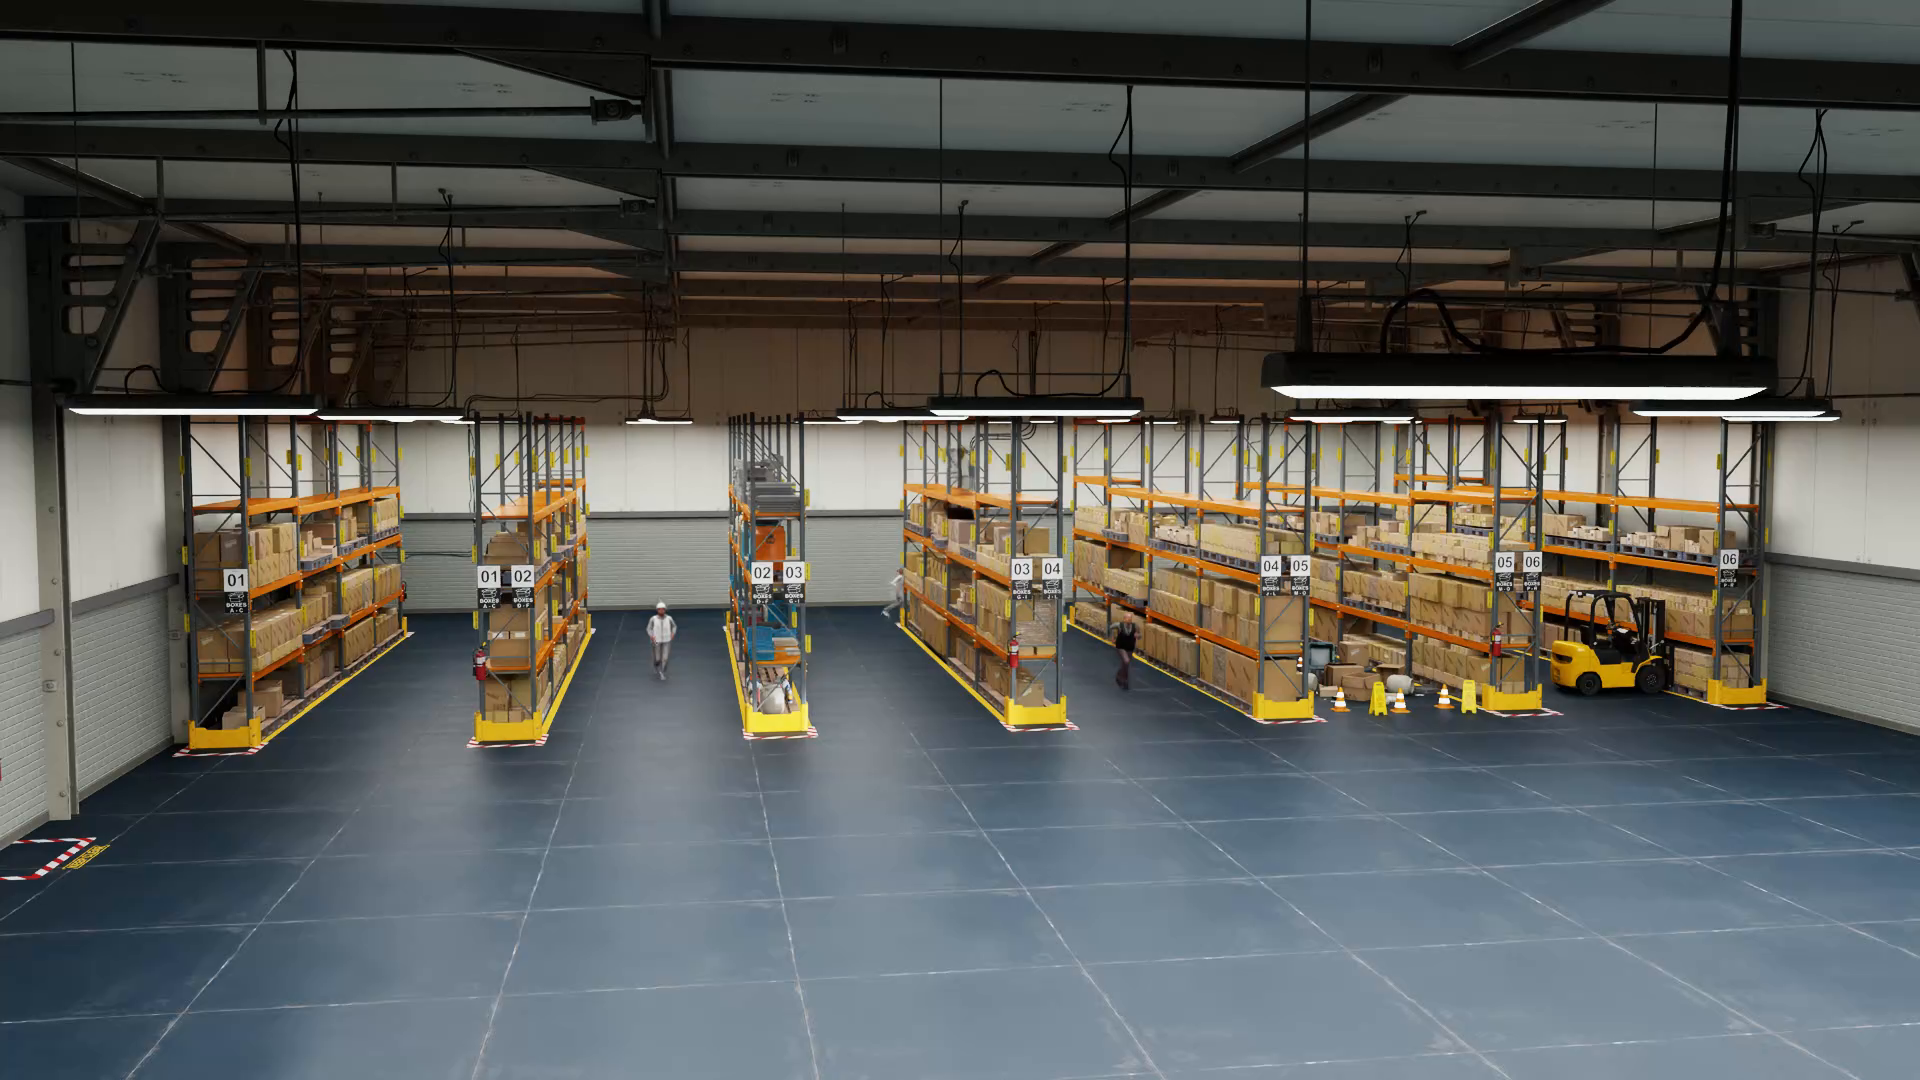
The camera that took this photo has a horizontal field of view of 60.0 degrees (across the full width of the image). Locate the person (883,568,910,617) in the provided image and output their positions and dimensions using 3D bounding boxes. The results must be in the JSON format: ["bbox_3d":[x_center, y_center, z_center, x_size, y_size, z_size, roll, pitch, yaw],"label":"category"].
[{"bbox_3d":[-1.799,1.615,48.893,0.975,1.626,0.496,0,4,2],"label":"person"}]

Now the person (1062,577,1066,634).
[{"bbox_3d":[2.670,1.670,46.330,0.697,1.828,0.916,-1,4,-14],"label":"person"}]

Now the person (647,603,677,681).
[{"bbox_3d":[-6.765,2.293,37.771,0.682,1.752,0.605,-1,4,-15],"label":"person"}]

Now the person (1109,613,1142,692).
[{"bbox_3d":[3.590,2.421,36.228,0.649,1.719,0.942,-1,4,-19],"label":"person"}]

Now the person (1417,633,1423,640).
[{"bbox_3d":[11.523,2.144,41.069,0.593,1.646,0.824,-1,4,-9],"label":"person"}]
